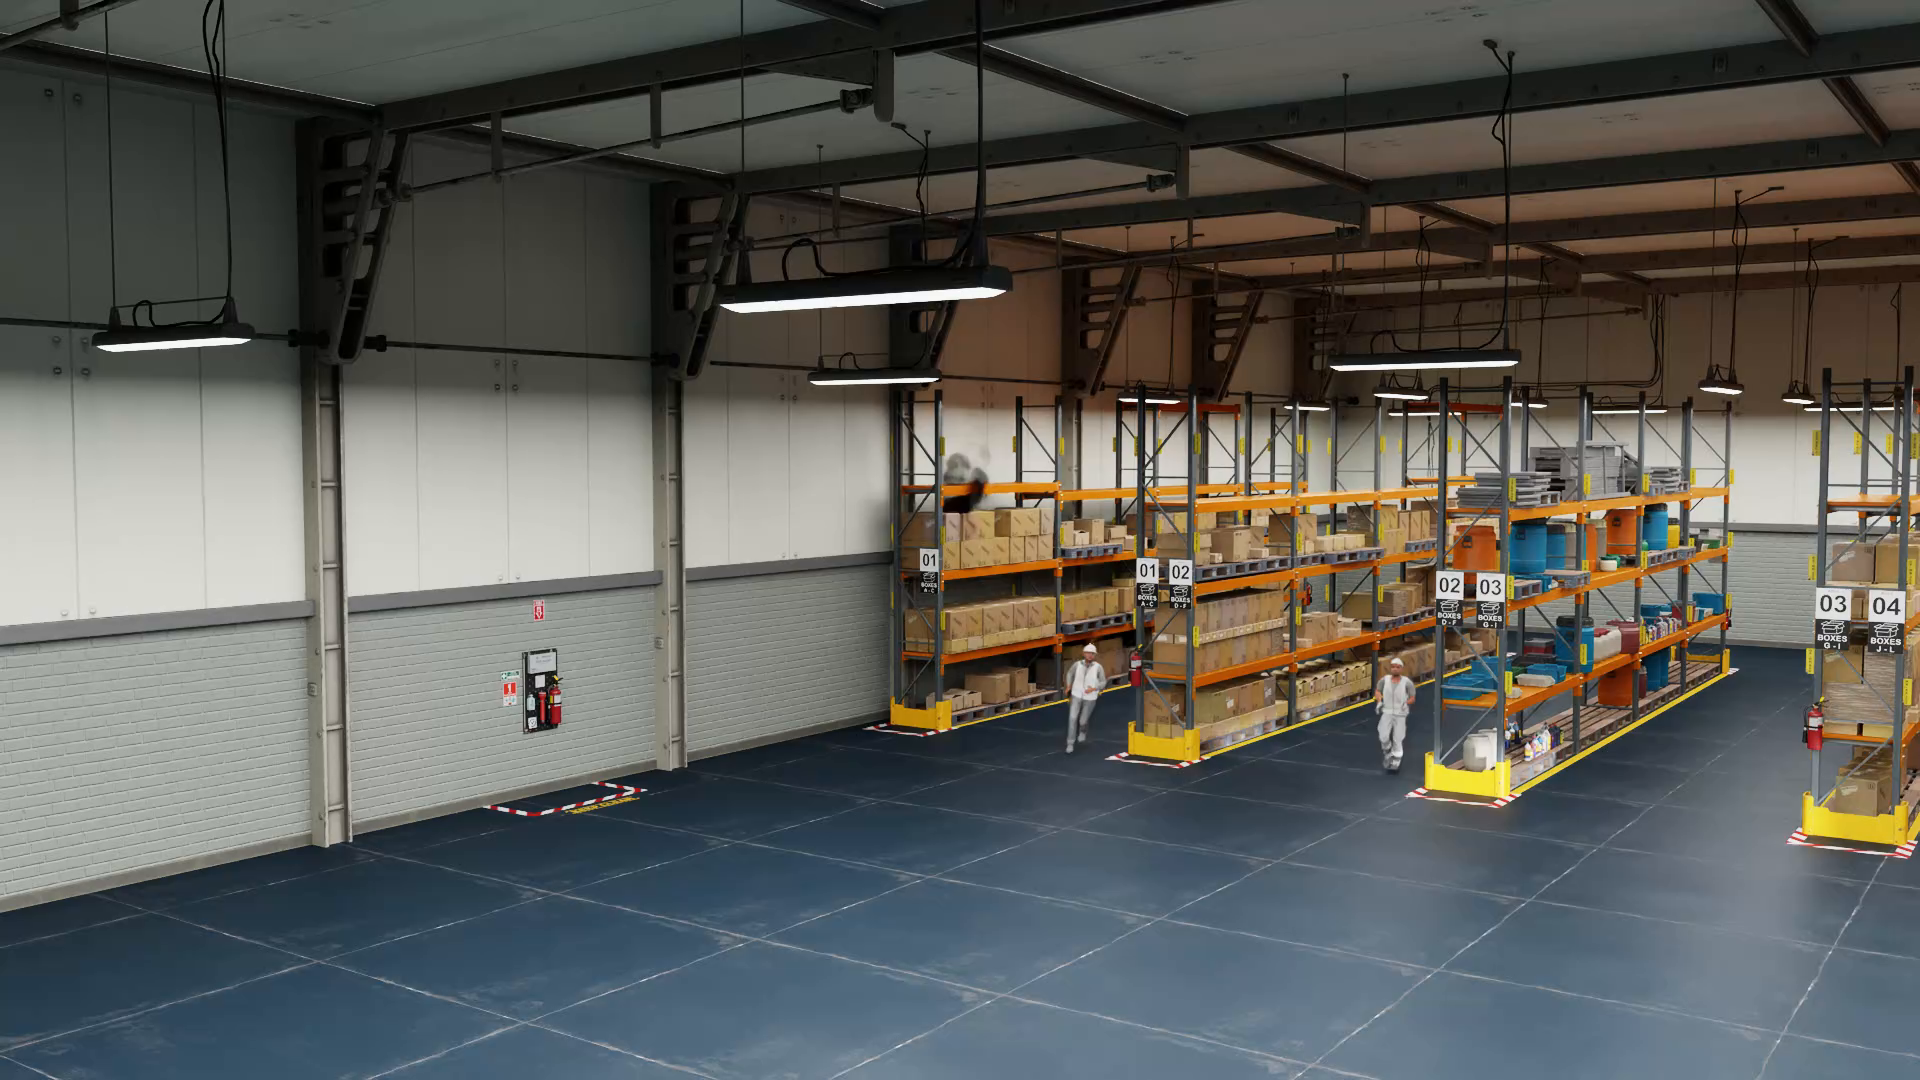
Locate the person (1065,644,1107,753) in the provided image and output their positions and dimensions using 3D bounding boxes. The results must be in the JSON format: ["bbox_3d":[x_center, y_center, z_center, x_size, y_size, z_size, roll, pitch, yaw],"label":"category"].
[{"bbox_3d":[2.071,2.582,27.359,0.693,1.749,0.874,1,3,13],"label":"person"}]

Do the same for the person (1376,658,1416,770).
[{"bbox_3d":[6.634,2.679,25.439,0.633,1.740,0.619,1,4,23],"label":"person"}]
